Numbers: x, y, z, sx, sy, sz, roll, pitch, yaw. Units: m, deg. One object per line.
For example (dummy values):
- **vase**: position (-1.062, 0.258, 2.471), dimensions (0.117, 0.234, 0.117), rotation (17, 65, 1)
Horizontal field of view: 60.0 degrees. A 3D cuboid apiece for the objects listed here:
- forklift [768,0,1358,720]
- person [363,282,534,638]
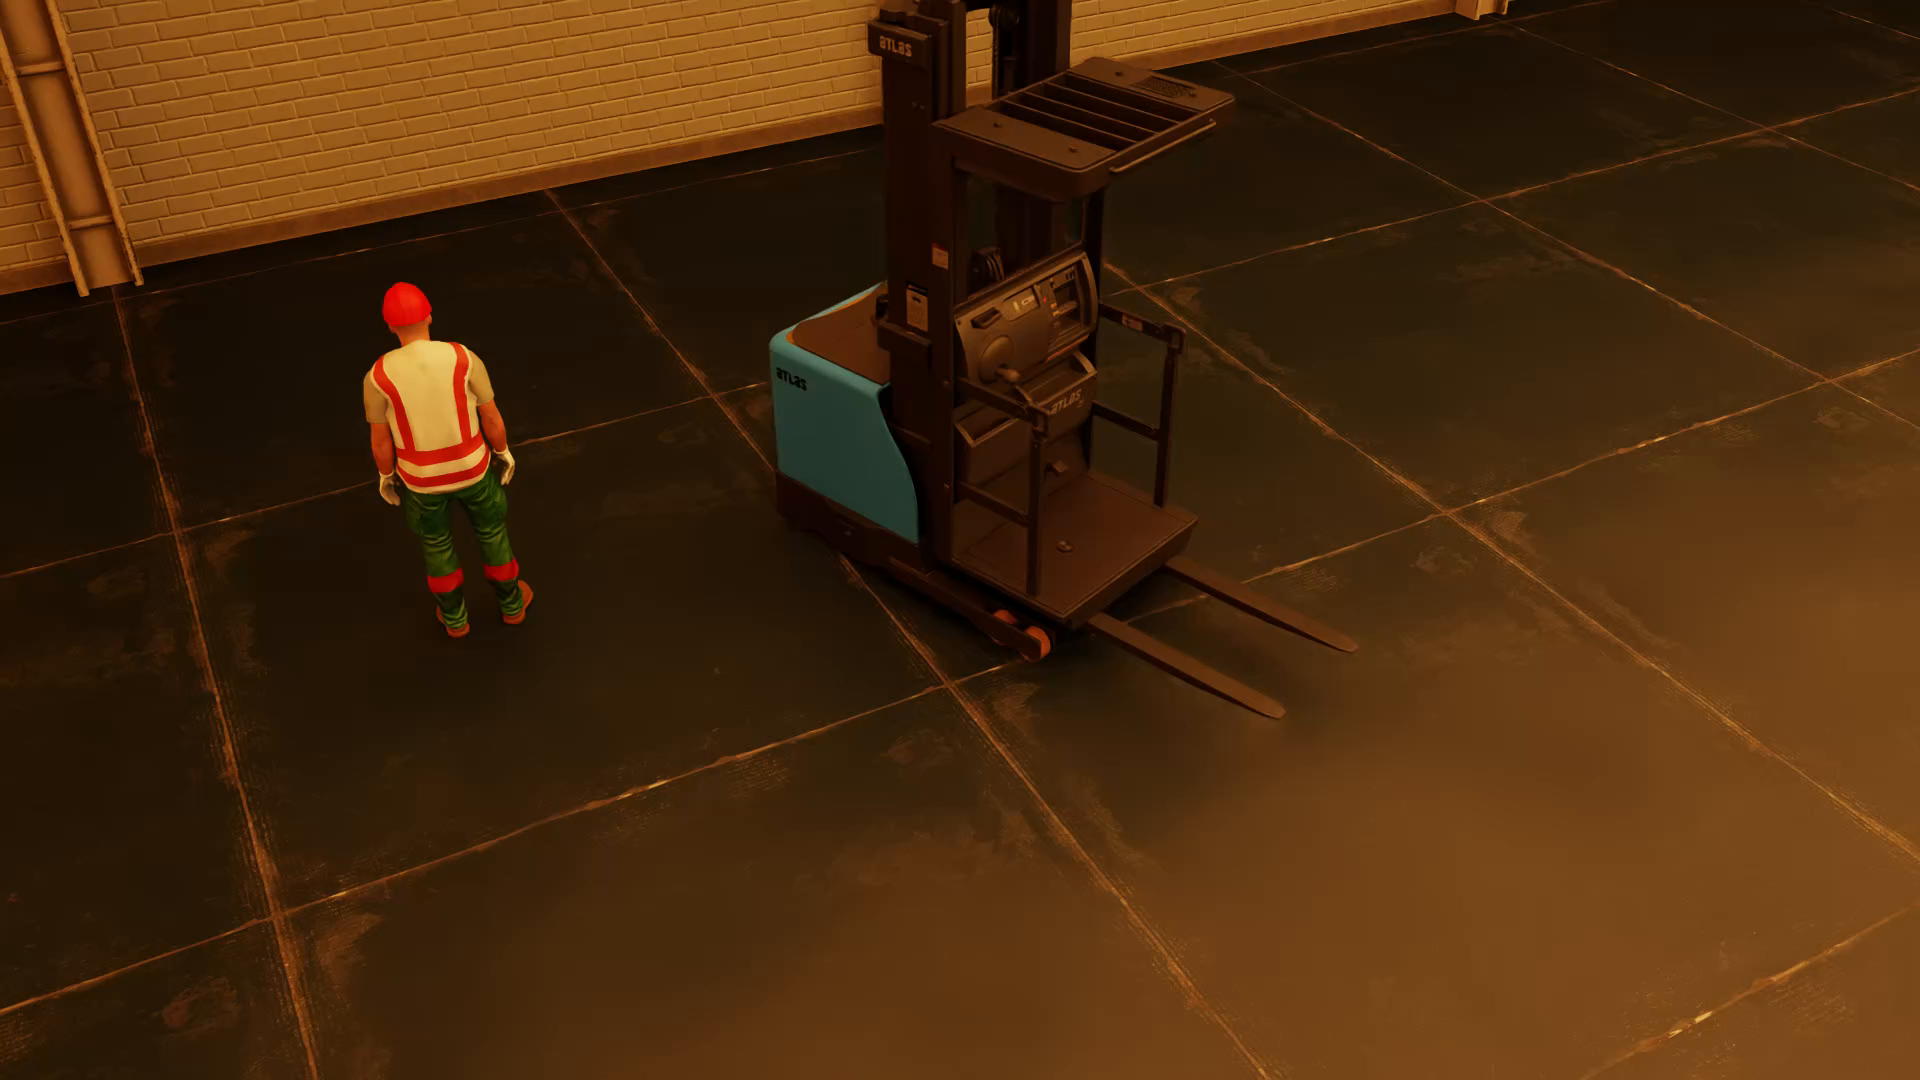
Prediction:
- **forklift**: position (0.469, -0.966, 7.490), dimensions (3.031, 2.935, 1.130), rotation (27, 43, 33)
- **person**: position (-2.353, -0.339, 7.605), dimensions (0.609, 1.777, 0.455), rotation (-12, 37, -16)
